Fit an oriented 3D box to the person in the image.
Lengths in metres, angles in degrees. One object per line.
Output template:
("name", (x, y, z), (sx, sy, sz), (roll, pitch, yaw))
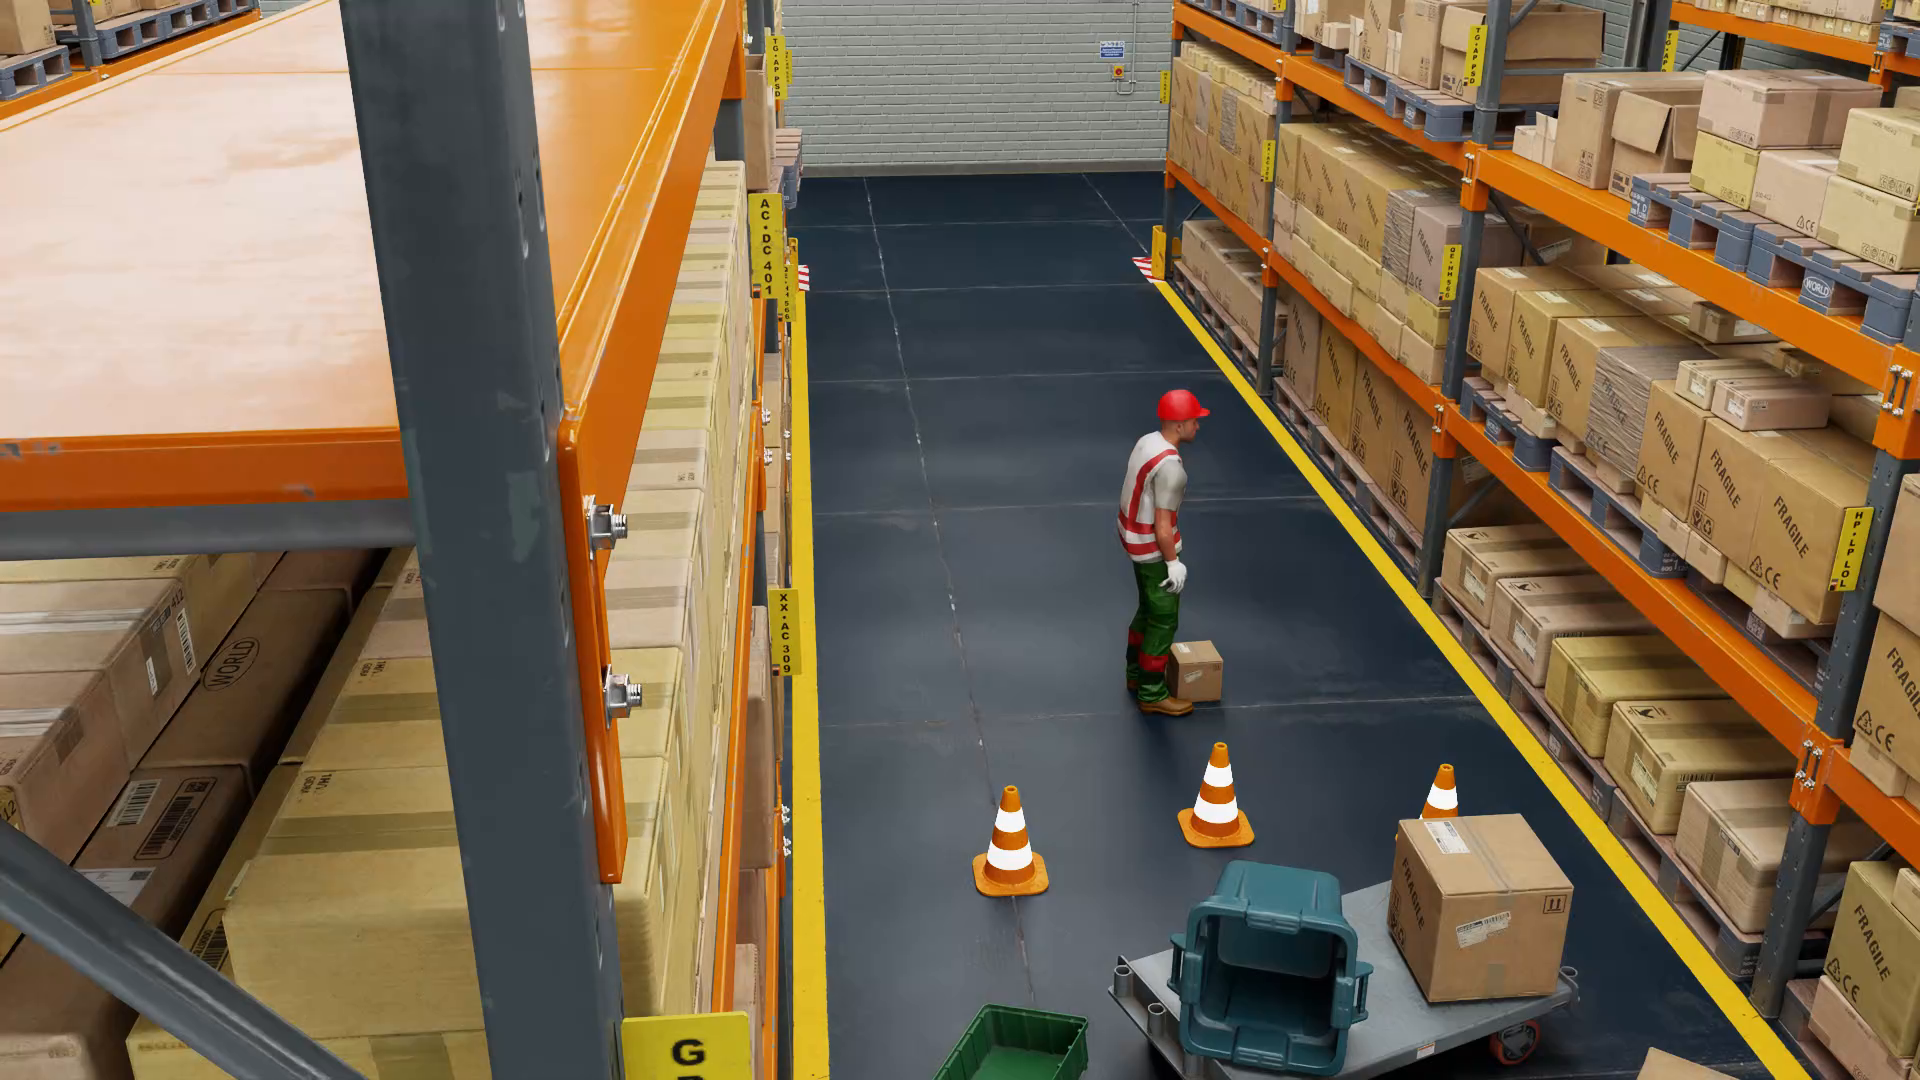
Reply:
("person", (1.086, 0.051, 8.964), (0.450, 1.777, 0.607), (-2, 24, -5))
